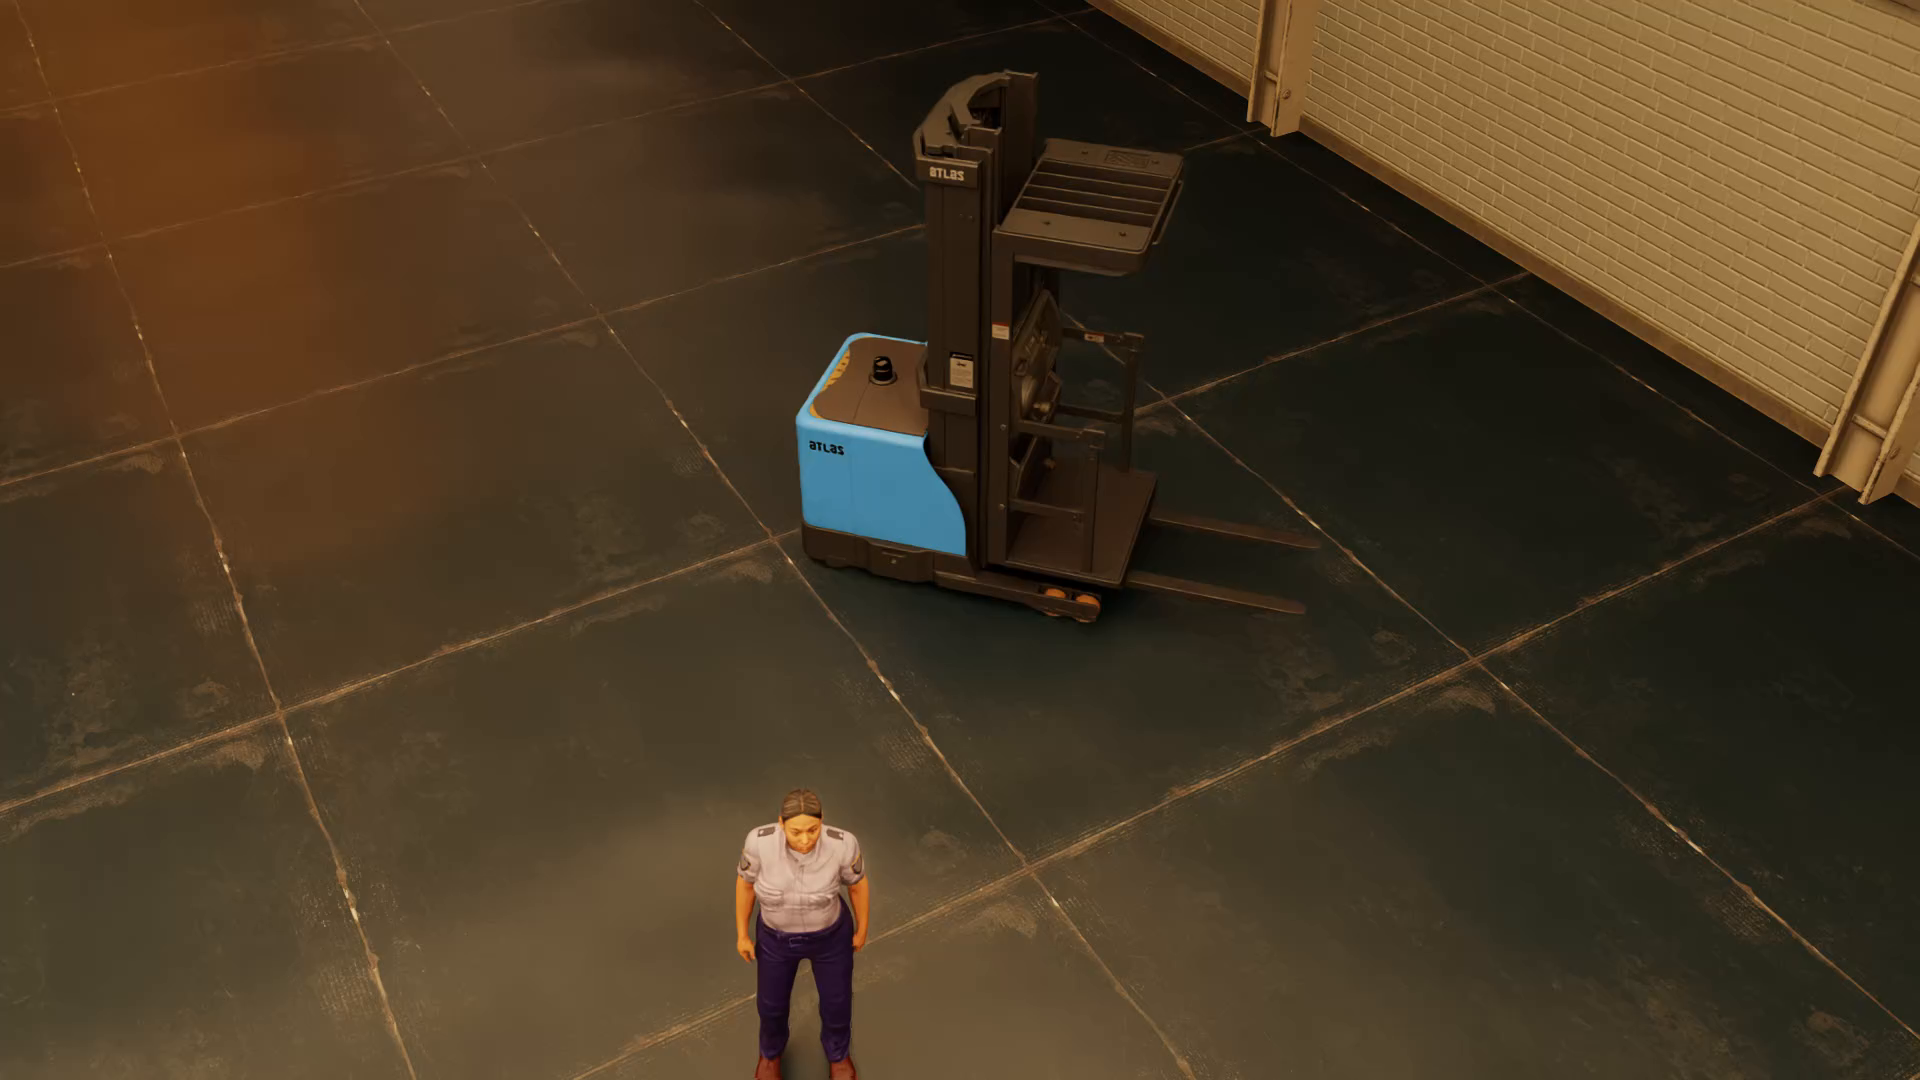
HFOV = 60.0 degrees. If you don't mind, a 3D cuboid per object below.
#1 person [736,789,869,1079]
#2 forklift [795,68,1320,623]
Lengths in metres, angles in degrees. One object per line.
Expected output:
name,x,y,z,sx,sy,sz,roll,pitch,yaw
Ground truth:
person,-0.657,1.704,6.999,0.559,1.669,0.435,-1,40,-1
forklift,0.614,-1.022,9.268,3.031,2.935,1.130,11,41,13
